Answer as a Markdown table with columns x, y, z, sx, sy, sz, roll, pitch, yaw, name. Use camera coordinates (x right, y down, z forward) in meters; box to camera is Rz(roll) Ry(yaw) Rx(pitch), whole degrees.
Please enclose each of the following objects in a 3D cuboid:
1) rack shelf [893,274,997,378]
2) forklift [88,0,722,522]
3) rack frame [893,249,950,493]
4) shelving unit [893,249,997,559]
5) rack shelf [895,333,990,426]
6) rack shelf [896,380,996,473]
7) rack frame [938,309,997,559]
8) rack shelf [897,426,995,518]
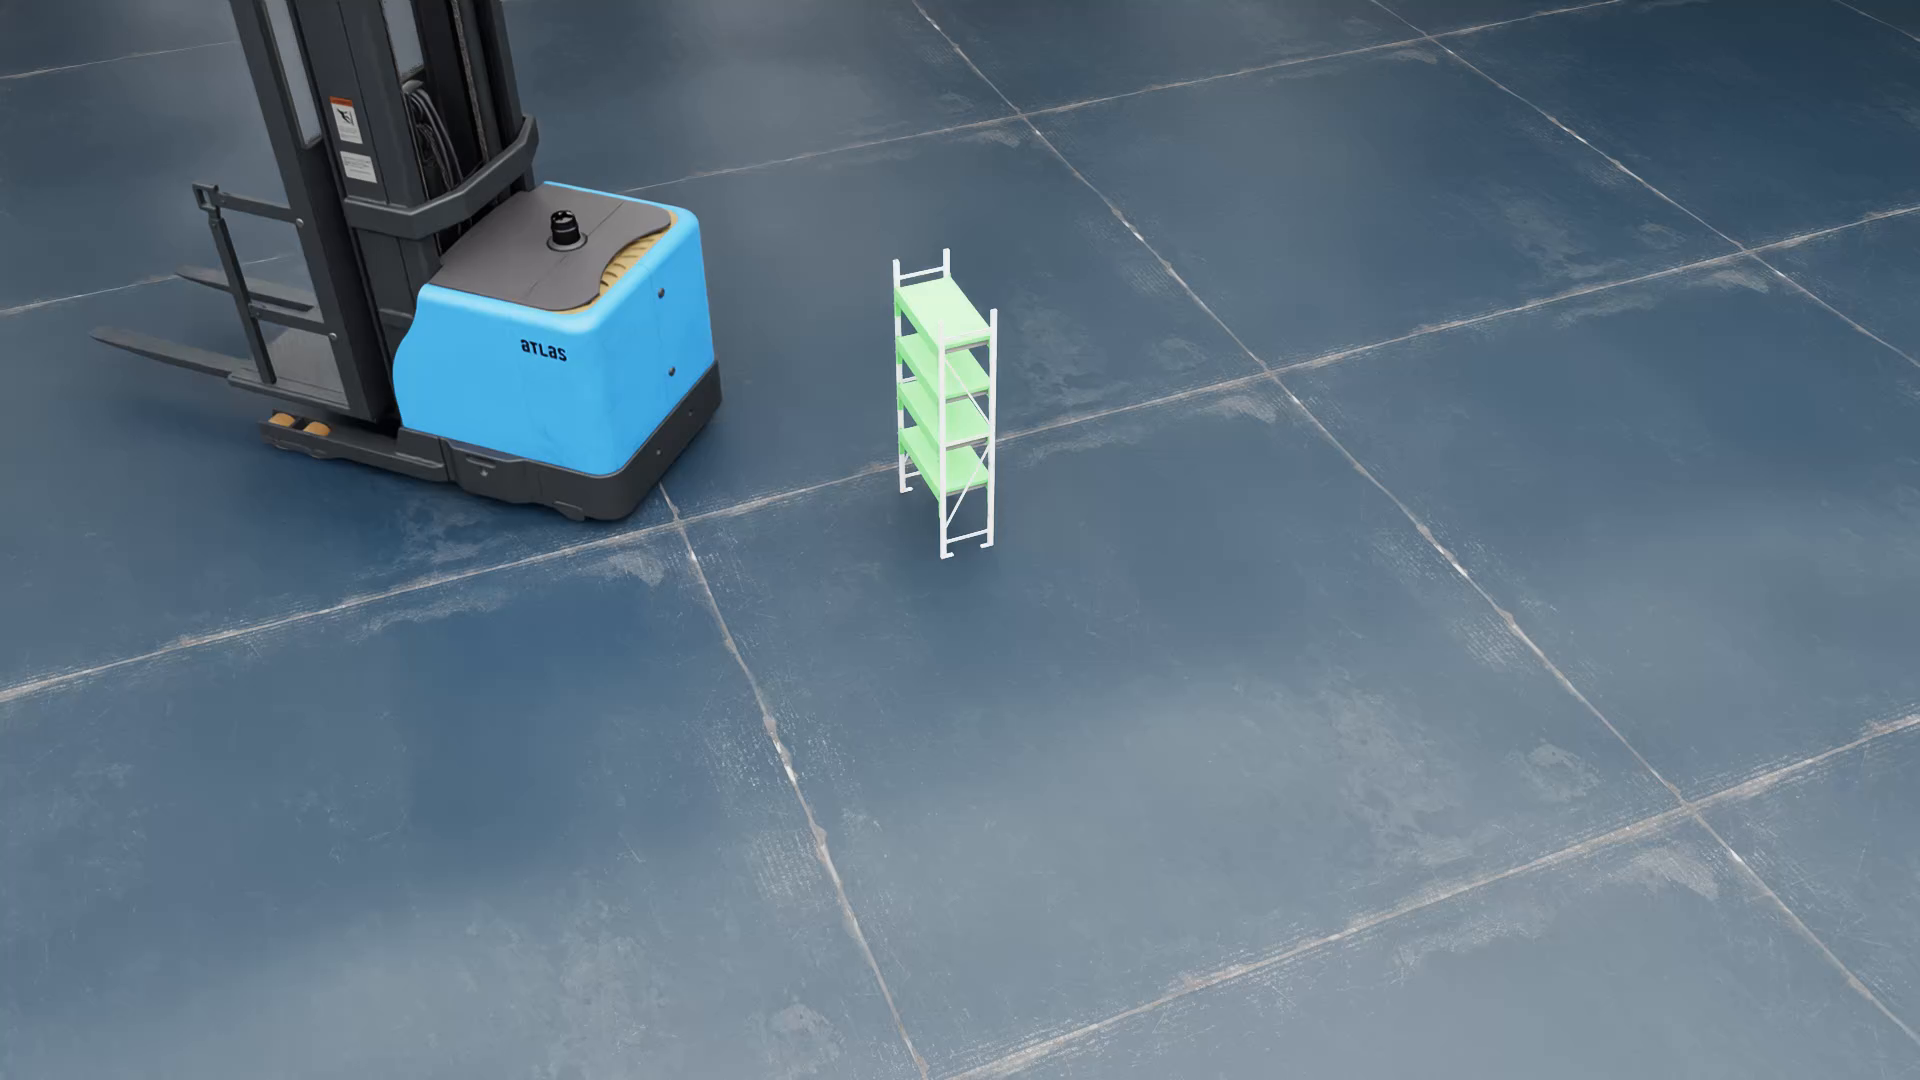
| x | y | z | sx | sy | sz | roll | pitch | yaw | name |
| --- | --- | --- | --- | --- | --- | --- | --- | --- | --- |
| -0.063 | -0.870 | 6.703 | 0.258 | 0.148 | 0.480 | -15 | 43 | -17 | rack shelf |
| -2.702 | -1.794 | 7.088 | 3.031 | 2.935 | 1.130 | 14 | 43 | 16 | forklift |
| -0.157 | -0.702 | 7.146 | 0.240 | 1.200 | 0.015 | -15 | 43 | -17 | rack frame |
| -0.063 | -0.555 | 6.975 | 0.258 | 1.200 | 0.503 | -15 | 43 | -17 | shelving unit |
| -0.063 | -0.688 | 6.860 | 0.258 | 0.148 | 0.480 | -15 | 43 | -17 | rack shelf |
| -0.063 | -0.506 | 7.016 | 0.258 | 0.148 | 0.480 | -15 | 43 | -17 | rack shelf |
| 0.030 | -0.408 | 6.804 | 0.240 | 1.200 | 0.015 | -15 | 43 | -17 | rack frame |
| -0.063 | -0.324 | 7.173 | 0.258 | 0.148 | 0.480 | -15 | 43 | -17 | rack shelf |
